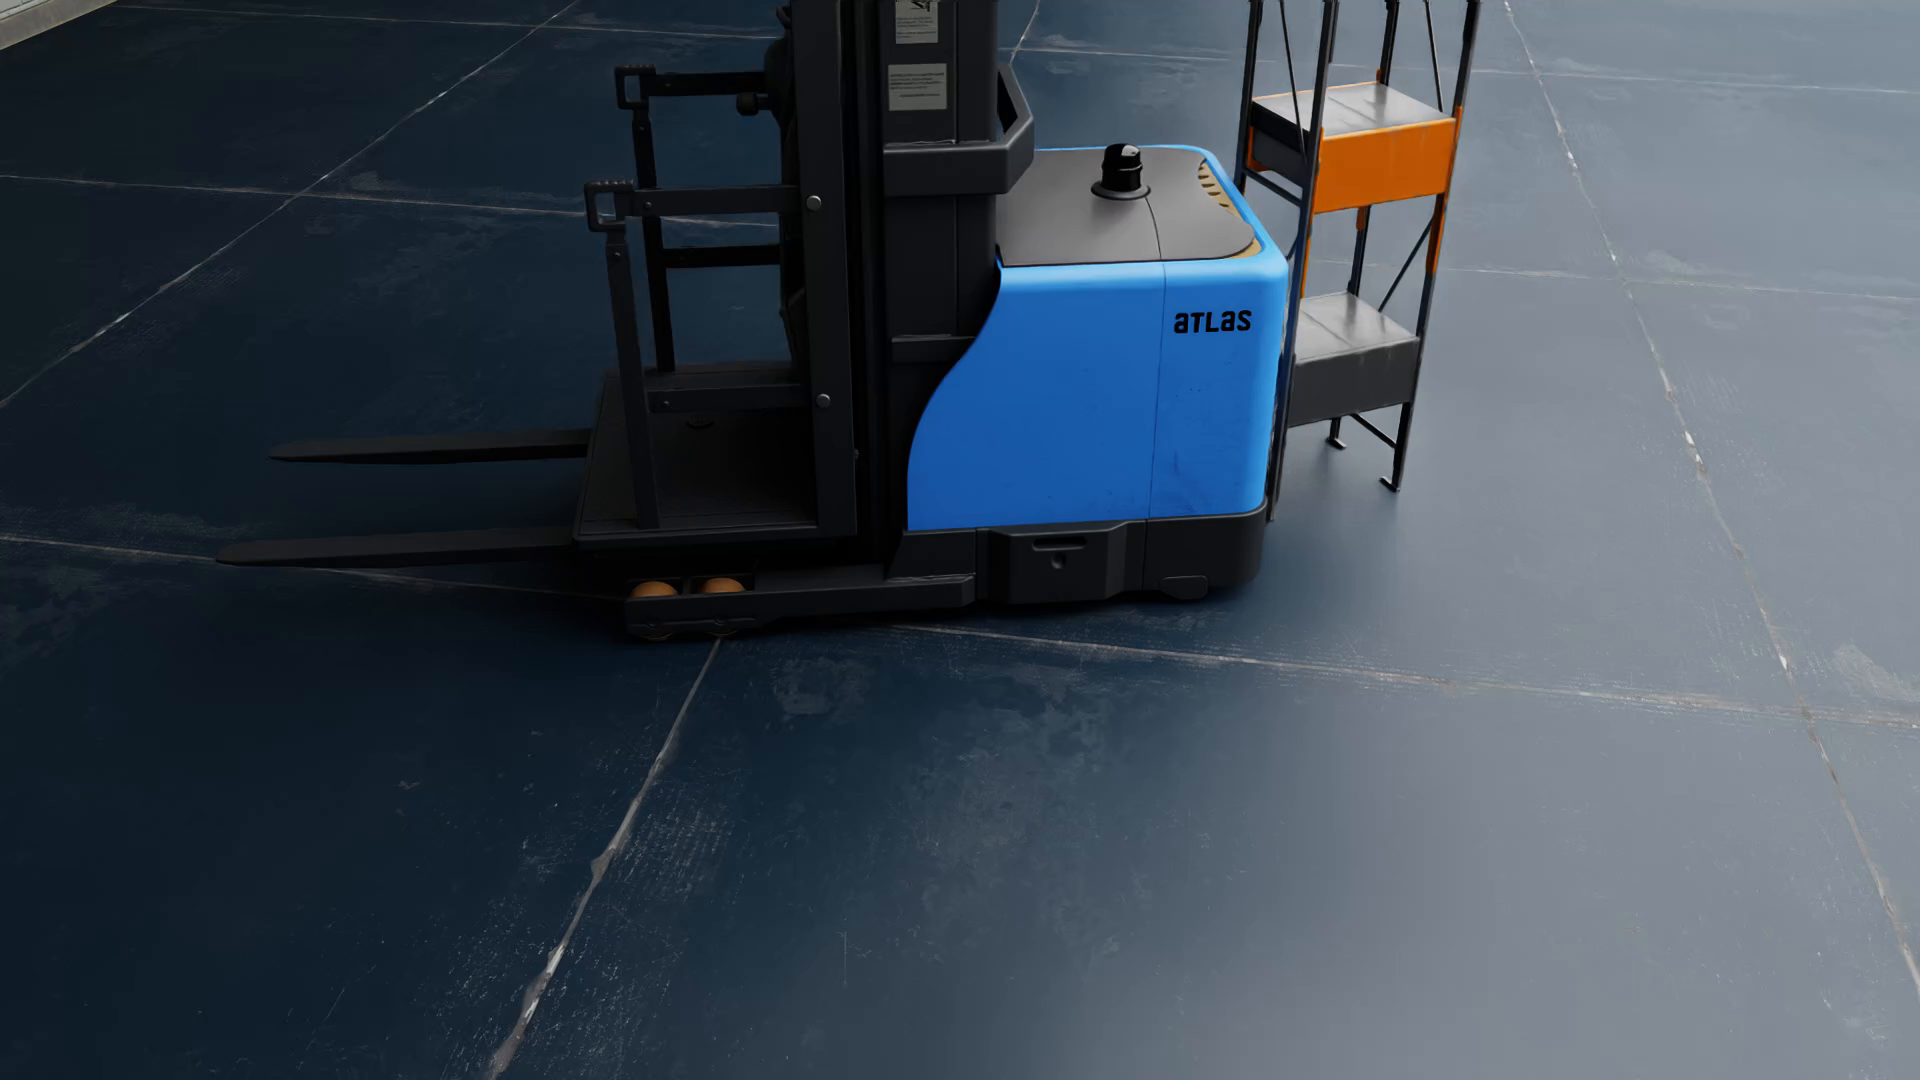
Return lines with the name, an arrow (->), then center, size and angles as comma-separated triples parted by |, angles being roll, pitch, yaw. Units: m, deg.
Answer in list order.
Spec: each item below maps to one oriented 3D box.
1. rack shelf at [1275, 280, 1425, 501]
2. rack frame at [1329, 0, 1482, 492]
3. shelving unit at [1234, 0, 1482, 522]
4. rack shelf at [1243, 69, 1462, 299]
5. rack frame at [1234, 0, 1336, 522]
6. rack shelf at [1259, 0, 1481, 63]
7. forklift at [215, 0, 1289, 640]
rack shelf -> 1.150, -0.492, 5.400 | 0.480, 0.518, 0.431 | -13, 35, -19
rack frame -> 1.376, -1.145, 5.098 | 0.015, 2.100, 0.400 | -13, 35, -19
shelving unit -> 1.152, -1.095, 5.018 | 0.503, 2.100, 0.431 | -13, 35, -19
rack shelf -> 1.152, -1.084, 5.025 | 0.480, 0.518, 0.431 | -13, 35, -19
rack frame -> 0.927, -1.045, 4.937 | 0.015, 2.100, 0.400 | -13, 35, -19
rack shelf -> 1.153, -1.675, 4.650 | 0.480, 0.518, 0.431 | -13, 35, -19
forklift -> -0.650, -1.250, 4.484 | 3.031, 2.935, 1.130 | -3, 32, -5
